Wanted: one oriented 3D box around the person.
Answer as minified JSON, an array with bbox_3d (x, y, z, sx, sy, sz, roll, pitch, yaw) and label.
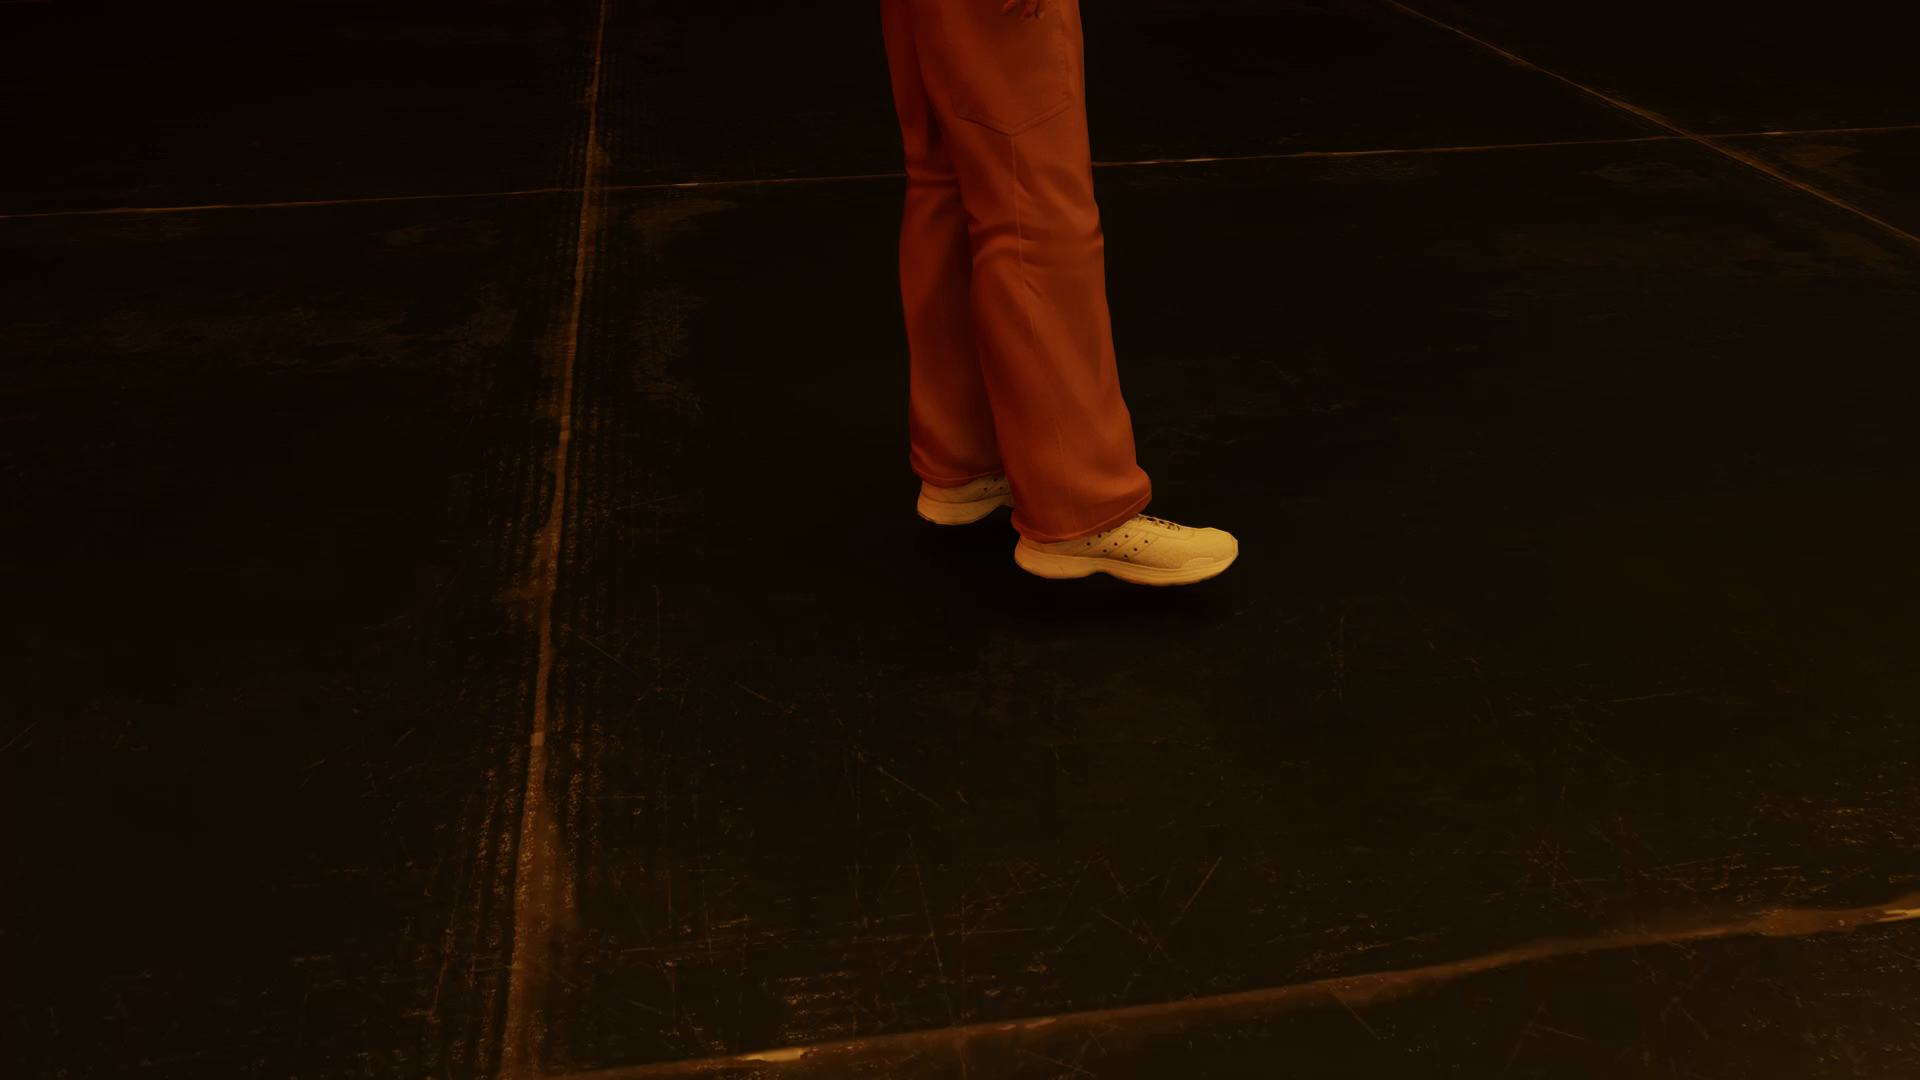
[{"bbox_3d":[0.074,-0.783,2.086,0.548,1.675,0.552,-5,28,-9],"label":"person"}]
